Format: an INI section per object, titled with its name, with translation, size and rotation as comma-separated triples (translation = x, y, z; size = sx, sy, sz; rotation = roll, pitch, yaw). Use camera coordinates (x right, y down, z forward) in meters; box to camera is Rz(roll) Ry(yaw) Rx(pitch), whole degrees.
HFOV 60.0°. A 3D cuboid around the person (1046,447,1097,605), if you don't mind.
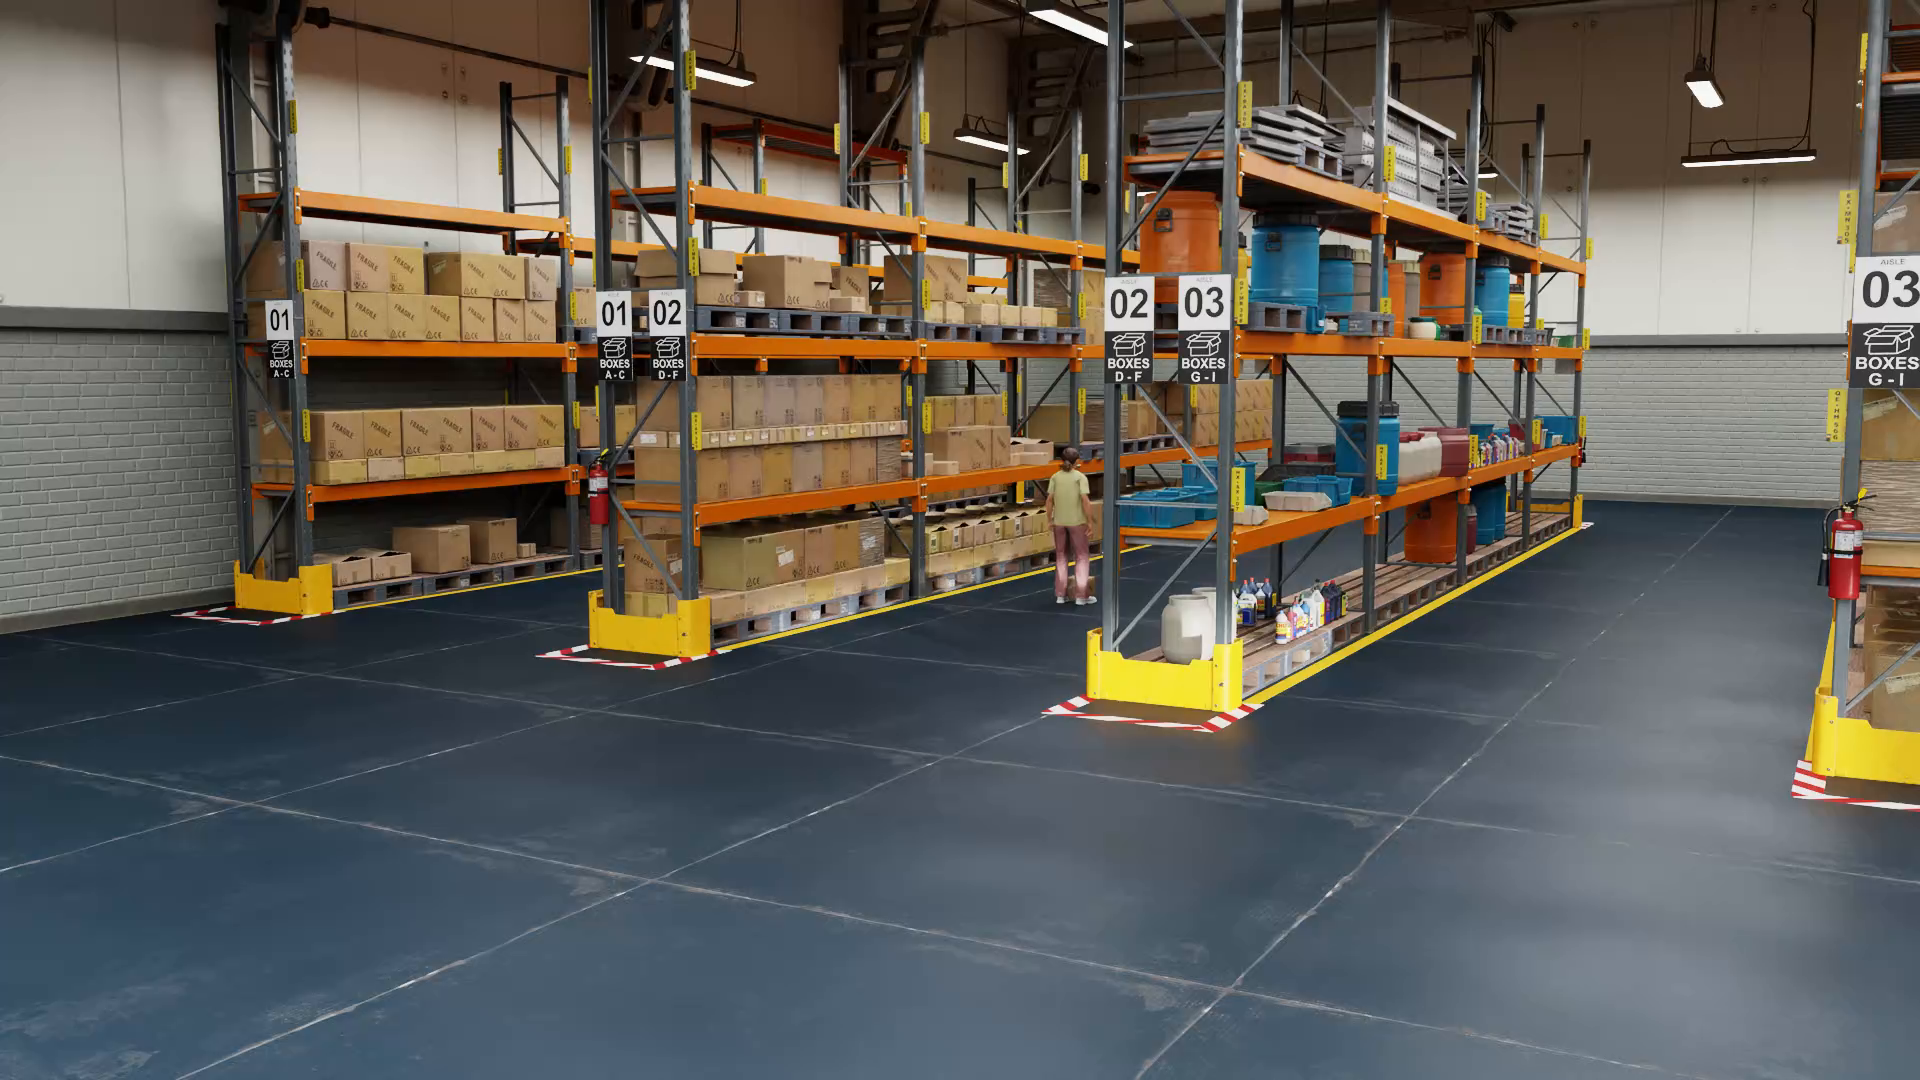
[person]
translation = 1.183, -0.154, 17.795
size = 0.521, 1.671, 0.364
rotation = 3, 7, 25
